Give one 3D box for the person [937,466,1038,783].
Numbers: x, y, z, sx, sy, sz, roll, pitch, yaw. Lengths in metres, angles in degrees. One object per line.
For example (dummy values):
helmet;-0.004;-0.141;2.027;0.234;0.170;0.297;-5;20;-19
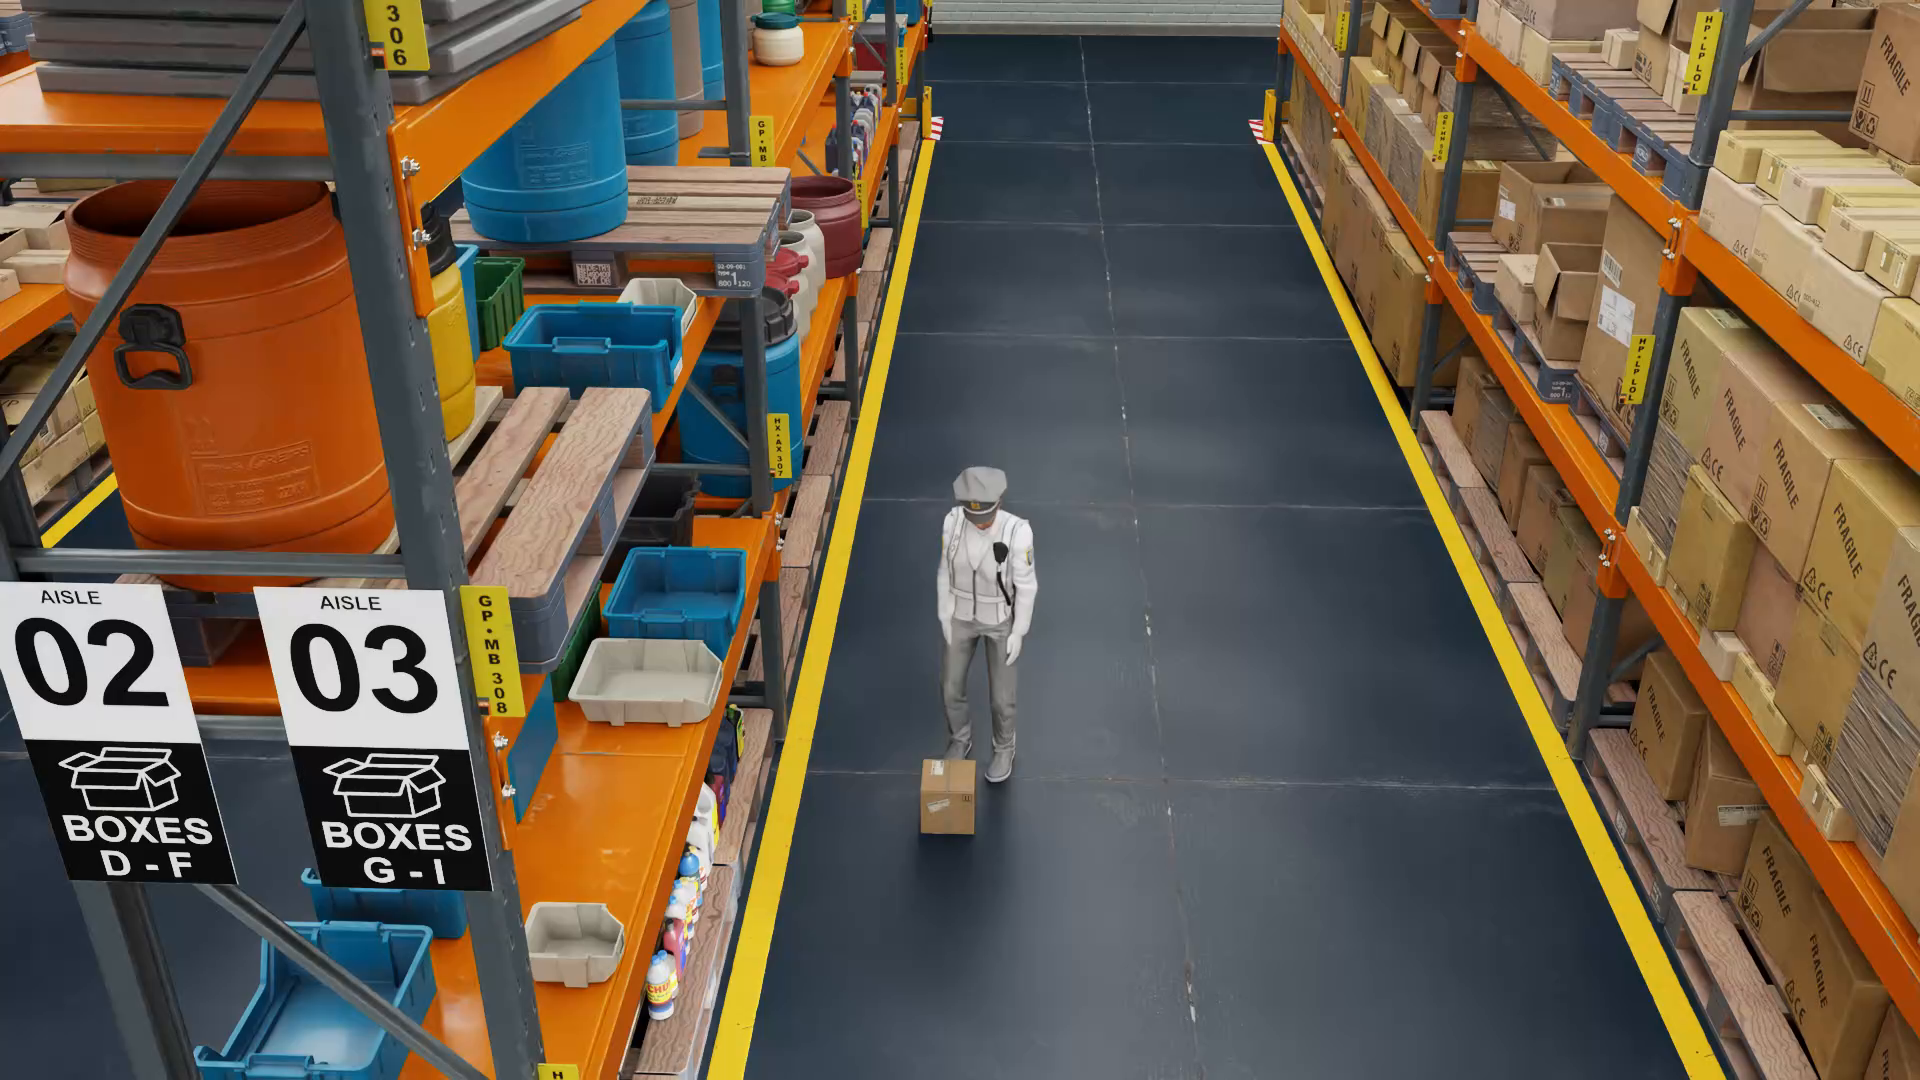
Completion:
person;0.119;0.403;7.905;0.492;1.642;0.412;9;29;17
